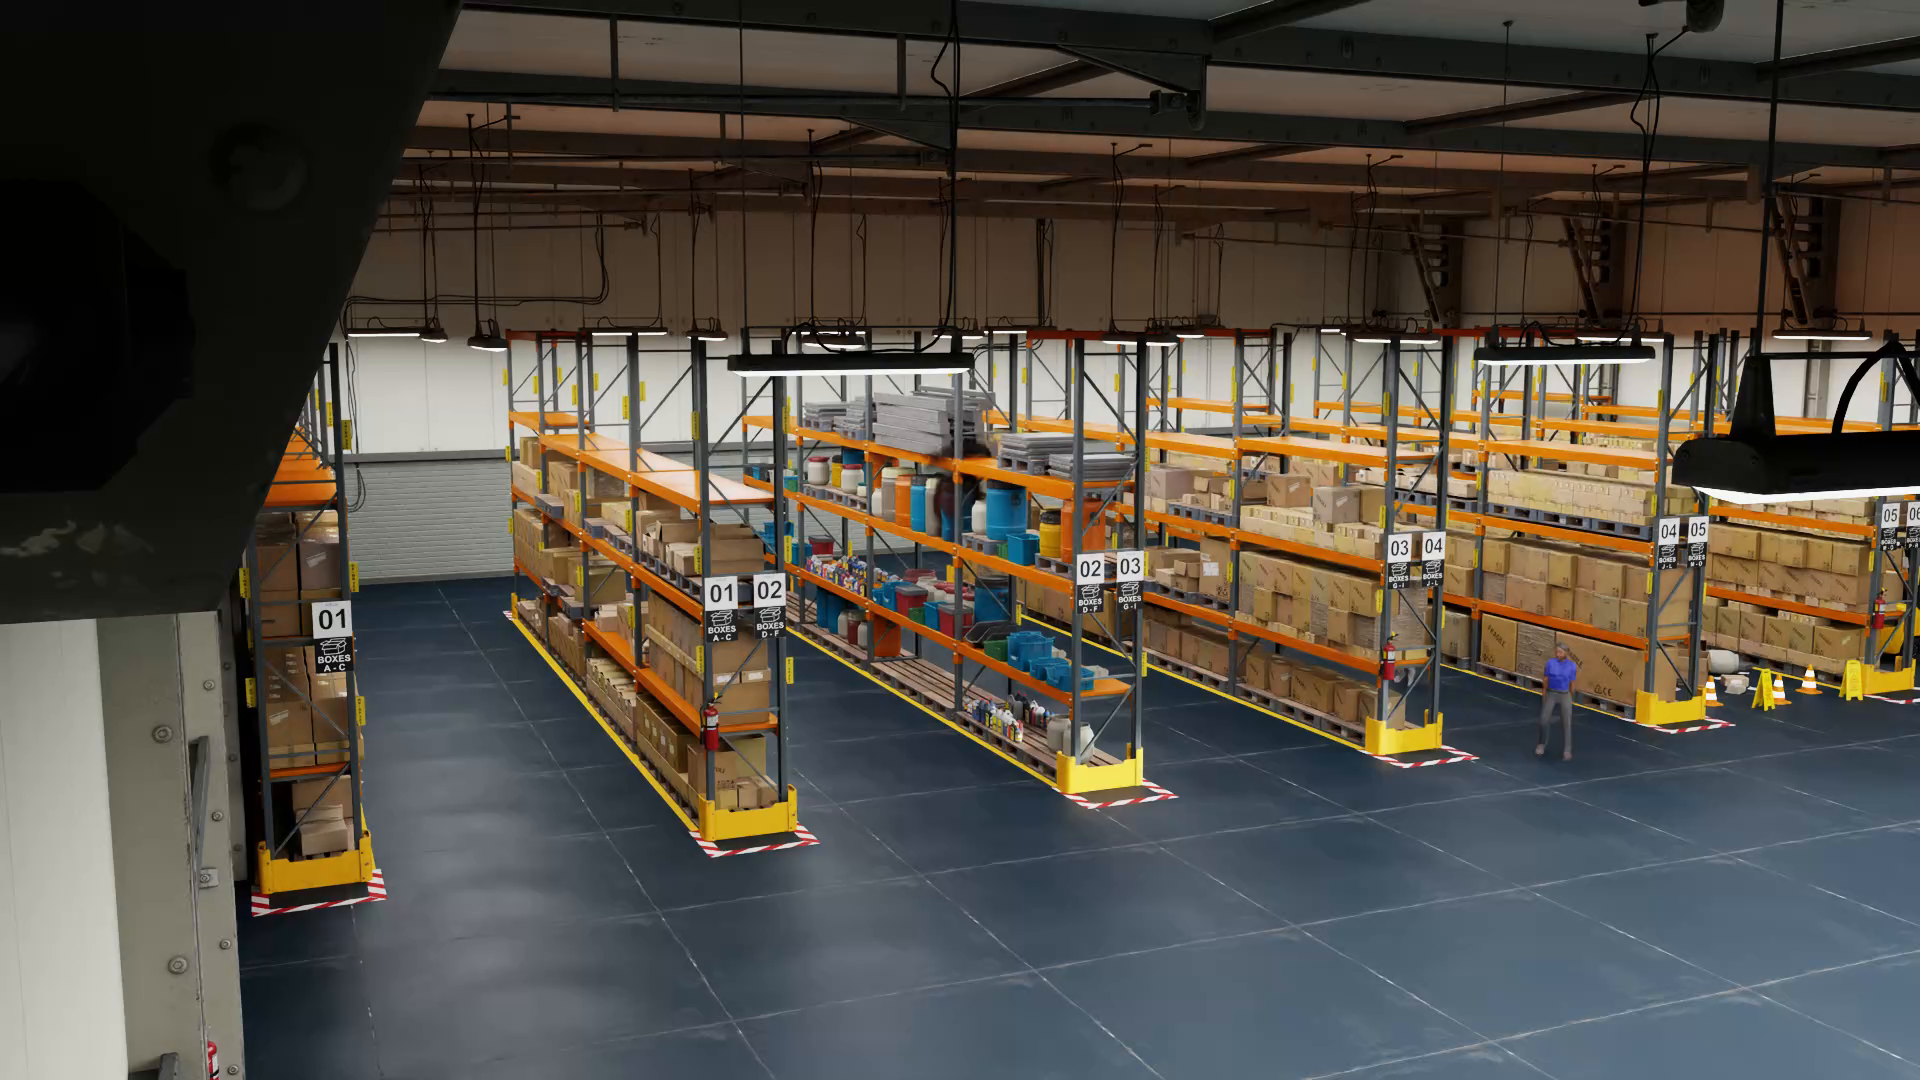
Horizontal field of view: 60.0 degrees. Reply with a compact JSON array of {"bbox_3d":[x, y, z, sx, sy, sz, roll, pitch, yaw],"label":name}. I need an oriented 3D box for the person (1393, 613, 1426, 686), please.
[{"bbox_3d":[7.676,1.650,28.492,0.571,1.701,0.430,5,9,33],"label":"person"}]

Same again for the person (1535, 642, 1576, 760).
[{"bbox_3d":[8.528,2.284,23.783,0.497,1.684,0.432,3,8,20],"label":"person"}]
